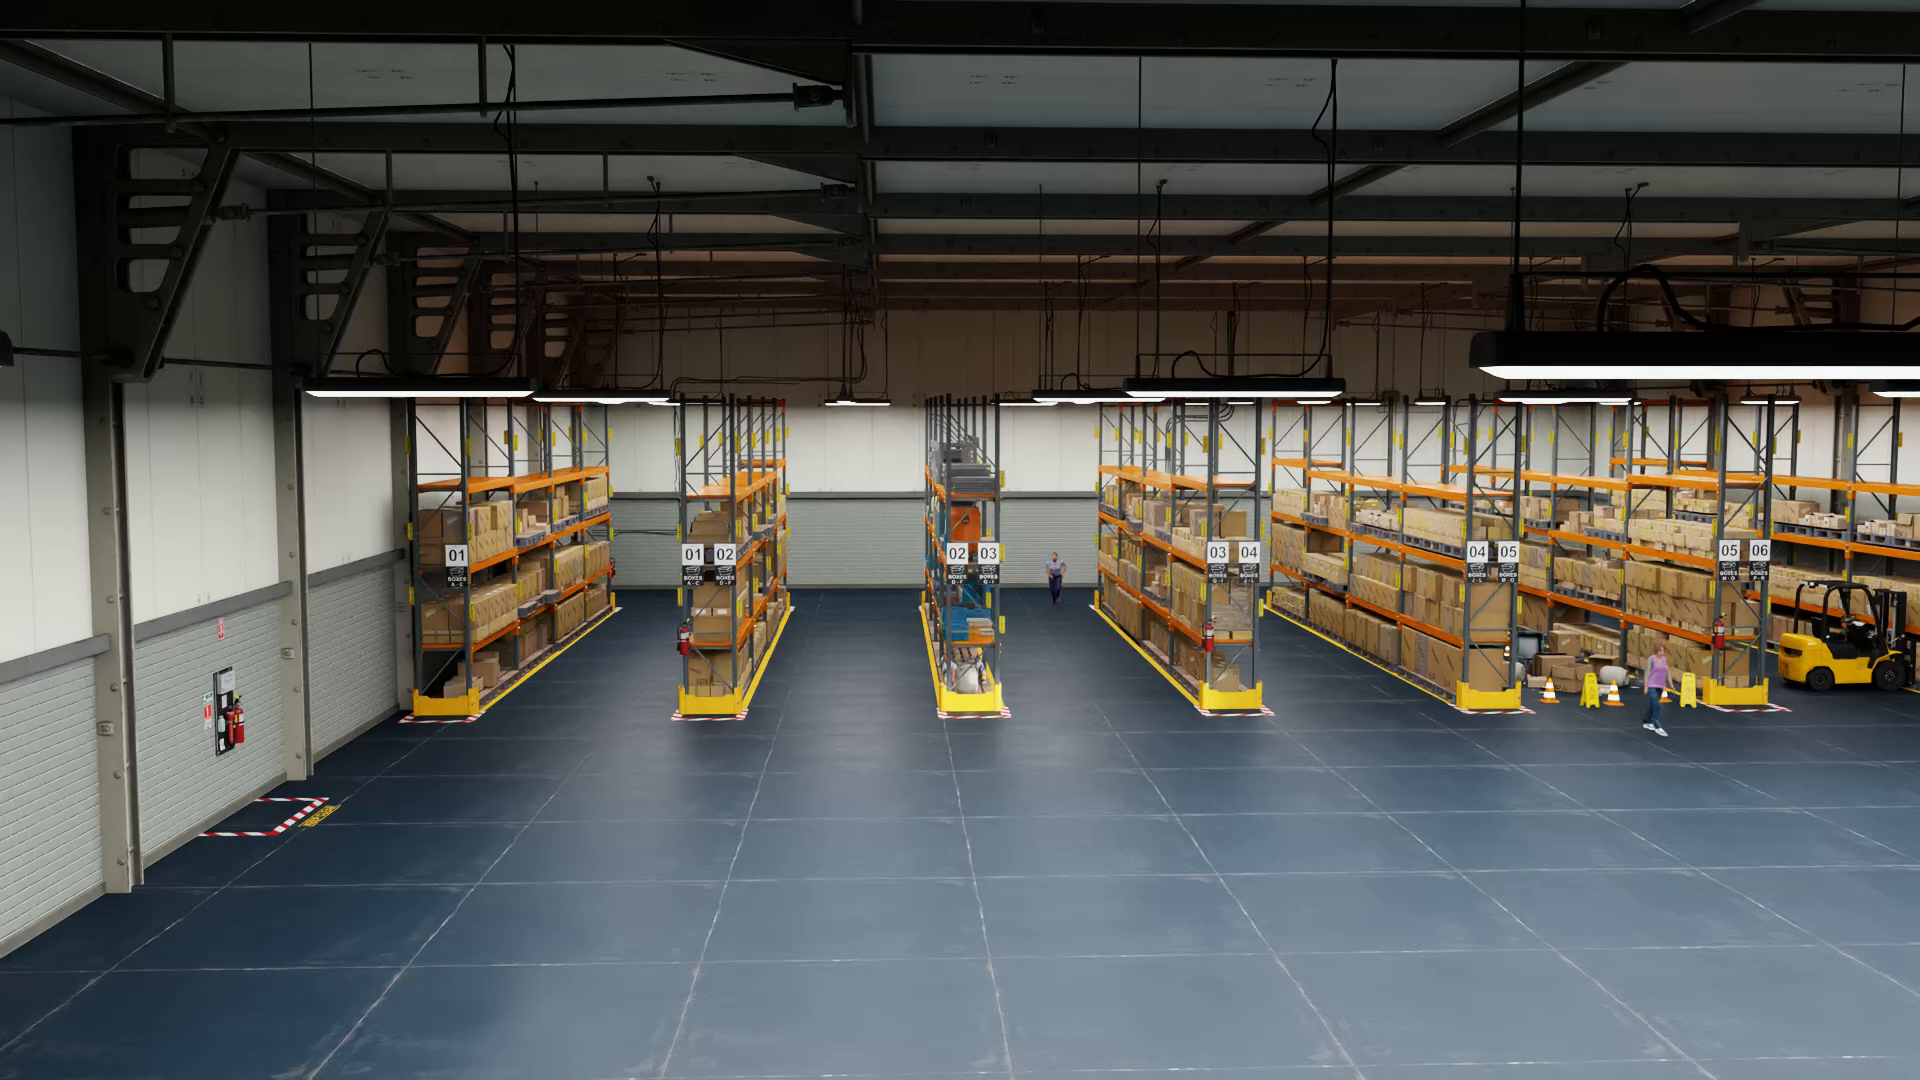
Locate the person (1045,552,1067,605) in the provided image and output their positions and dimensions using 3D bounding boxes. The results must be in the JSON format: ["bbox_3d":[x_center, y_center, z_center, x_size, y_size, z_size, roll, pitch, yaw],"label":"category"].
[{"bbox_3d":[2.794,1.128,48.413,0.635,1.547,0.747,1,5,7],"label":"person"}]

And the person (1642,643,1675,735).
[{"bbox_3d":[12.323,2.608,29.348,0.465,1.592,0.672,-2,5,-21],"label":"person"}]

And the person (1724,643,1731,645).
[{"bbox_3d":[16.616,2.021,36.175,0.609,1.703,0.715,-1,5,-17],"label":"person"}]
